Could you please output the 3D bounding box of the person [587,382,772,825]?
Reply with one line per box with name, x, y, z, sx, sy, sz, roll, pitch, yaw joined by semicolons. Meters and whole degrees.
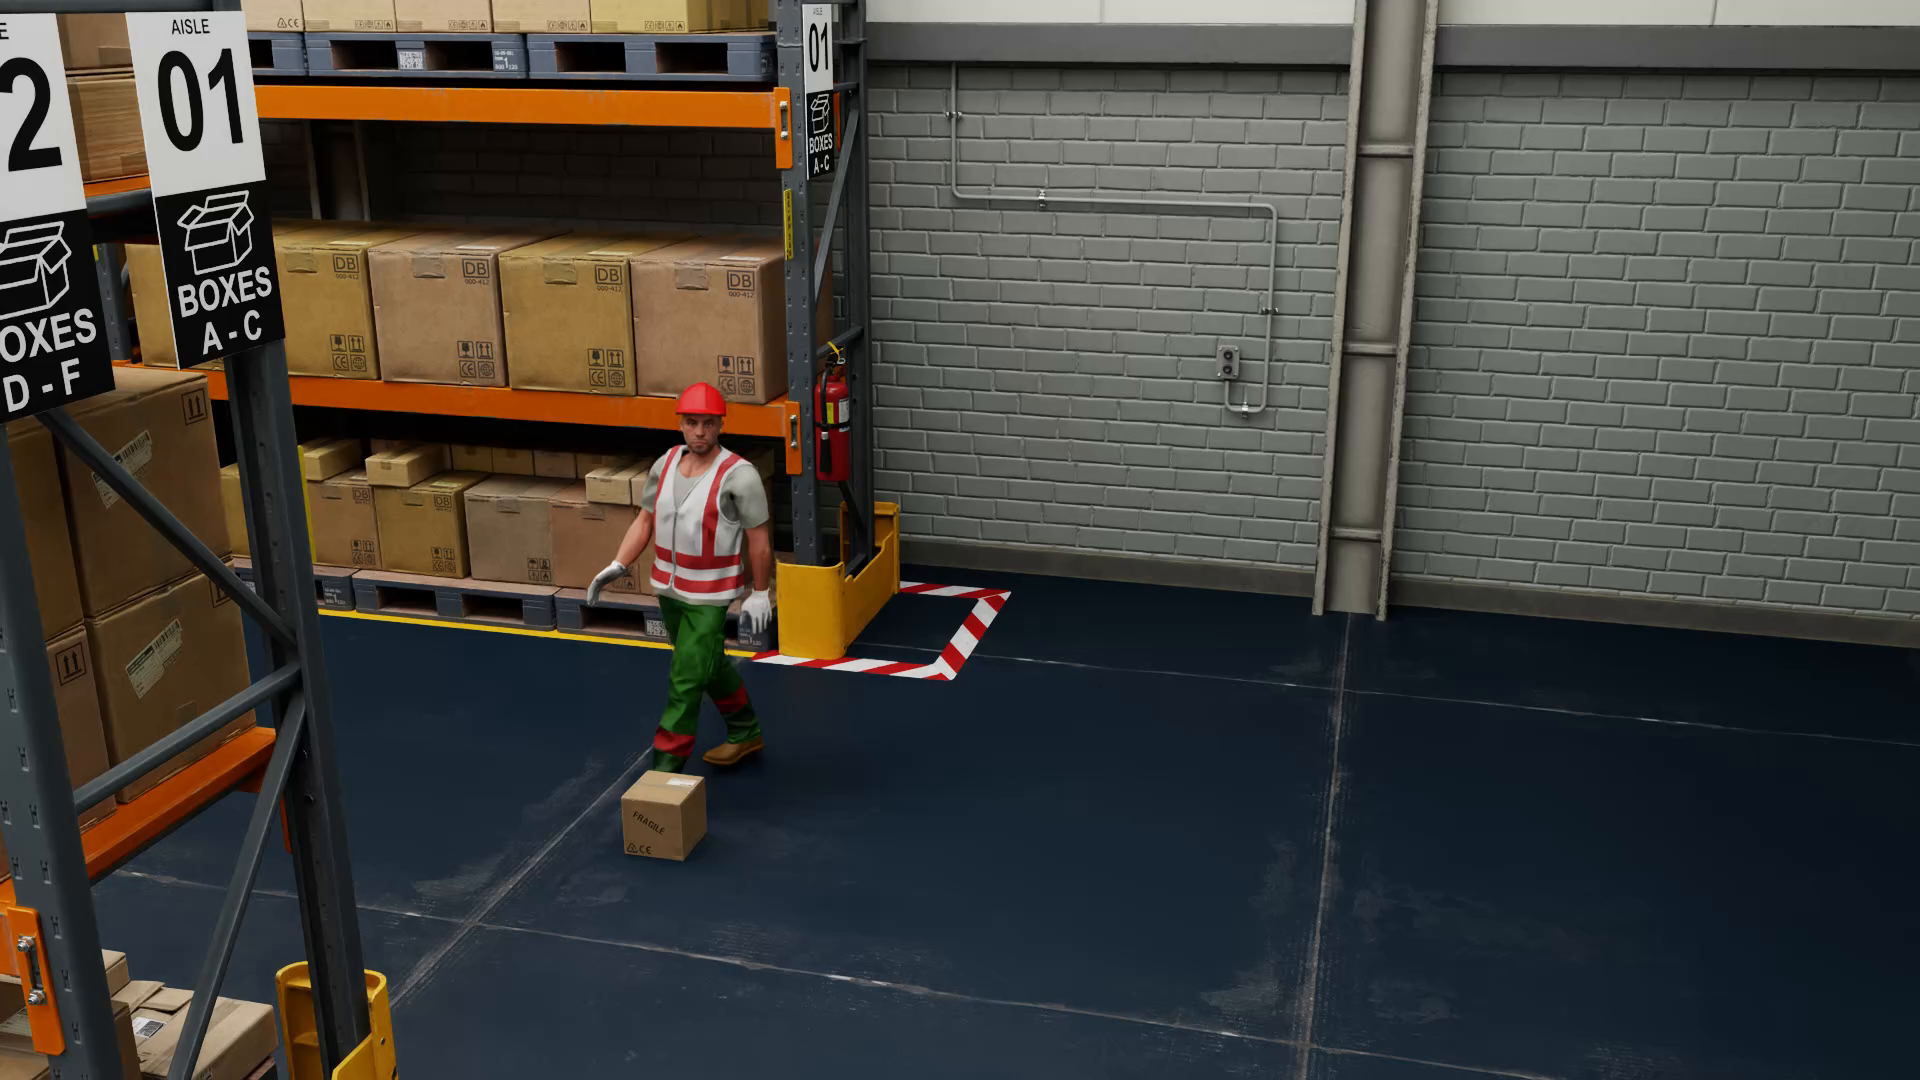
person;-1.153;0.234;6.797;0.585;1.745;0.939;12;22;33
